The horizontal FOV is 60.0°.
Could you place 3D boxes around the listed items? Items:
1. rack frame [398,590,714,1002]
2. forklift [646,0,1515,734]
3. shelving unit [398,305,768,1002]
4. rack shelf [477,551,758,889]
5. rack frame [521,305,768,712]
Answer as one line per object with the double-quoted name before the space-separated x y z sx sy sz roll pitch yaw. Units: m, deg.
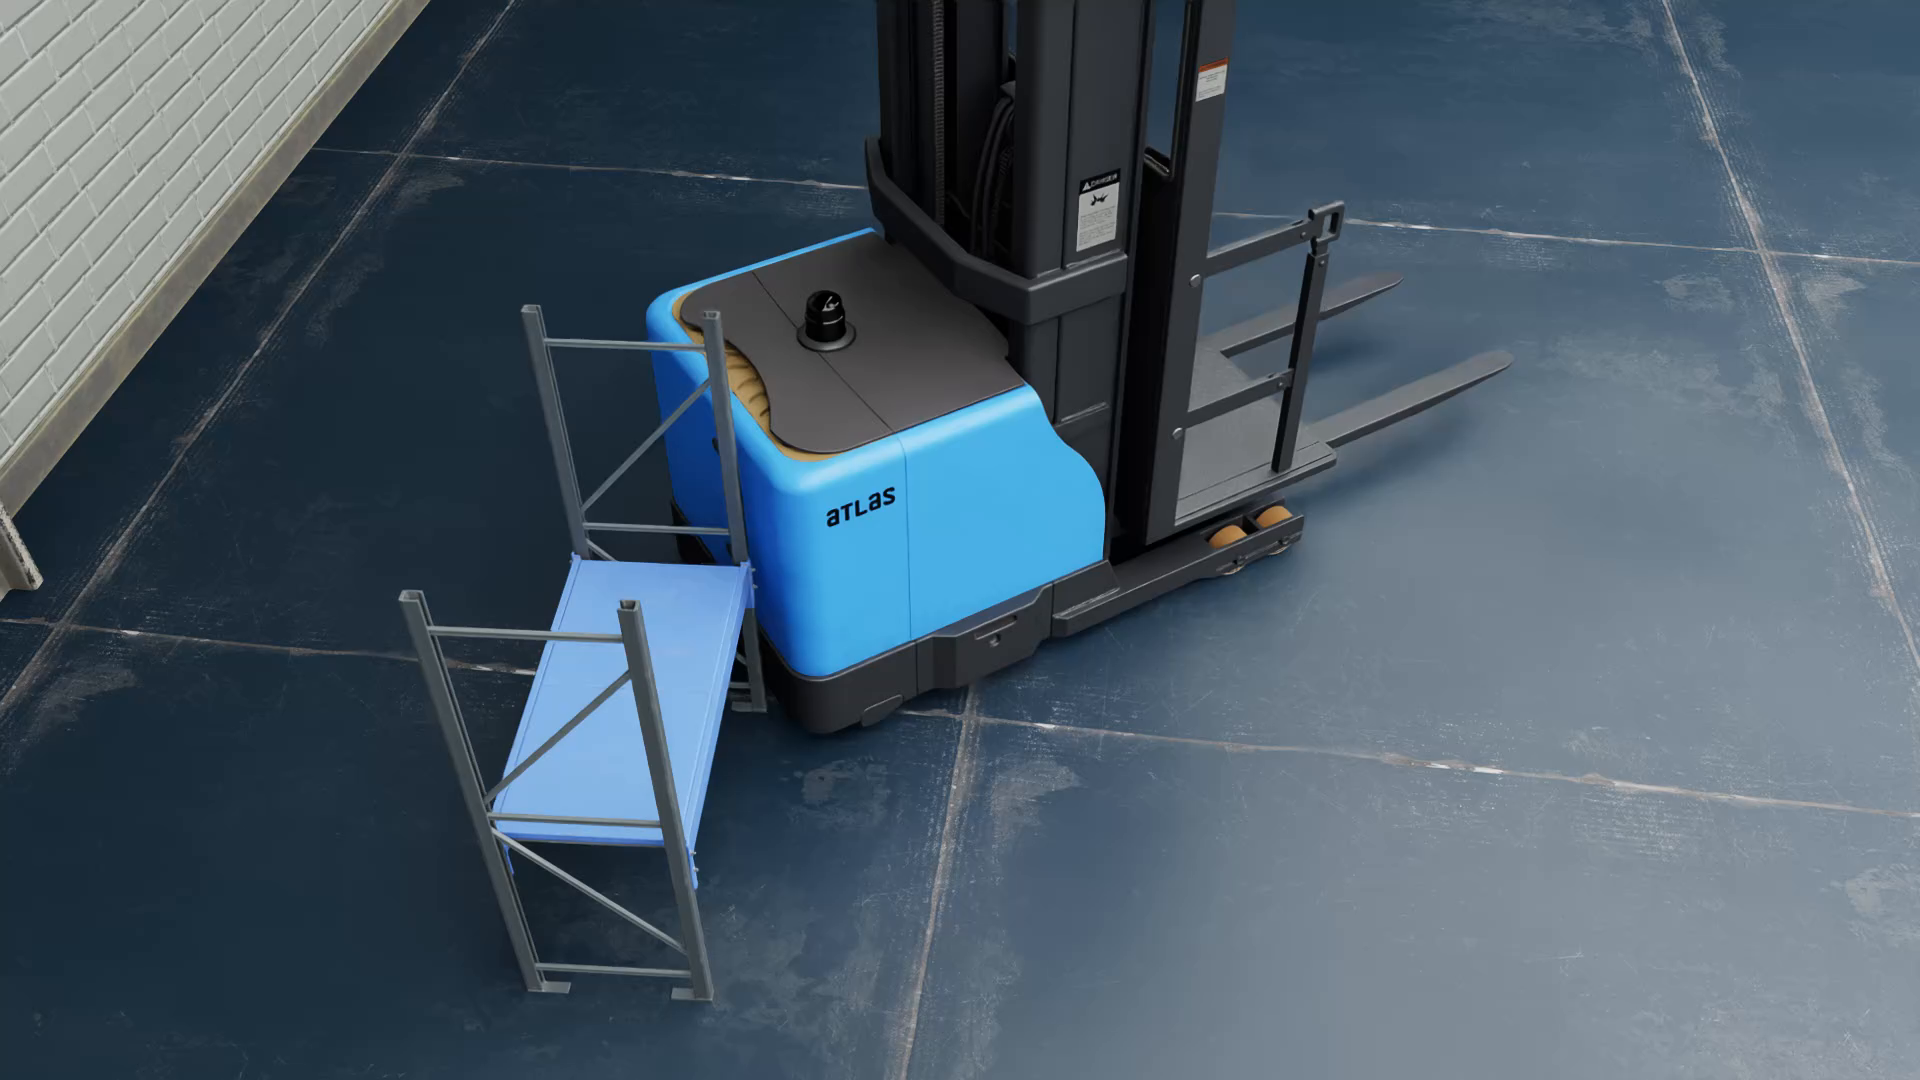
"rack frame" -0.911 0.669 3.952 0.500 1.500 0.032 2 43 2
"forklift" 0.579 -1.239 4.927 3.031 2.935 1.130 -22 48 -22
"shelving unit" -0.882 0.320 4.321 0.538 1.500 1.048 2 43 2
"rack shelf" -0.882 0.451 4.445 0.538 0.185 1.000 2 43 2
"rack frame" -0.852 -0.029 4.689 0.500 1.500 0.032 2 43 2
